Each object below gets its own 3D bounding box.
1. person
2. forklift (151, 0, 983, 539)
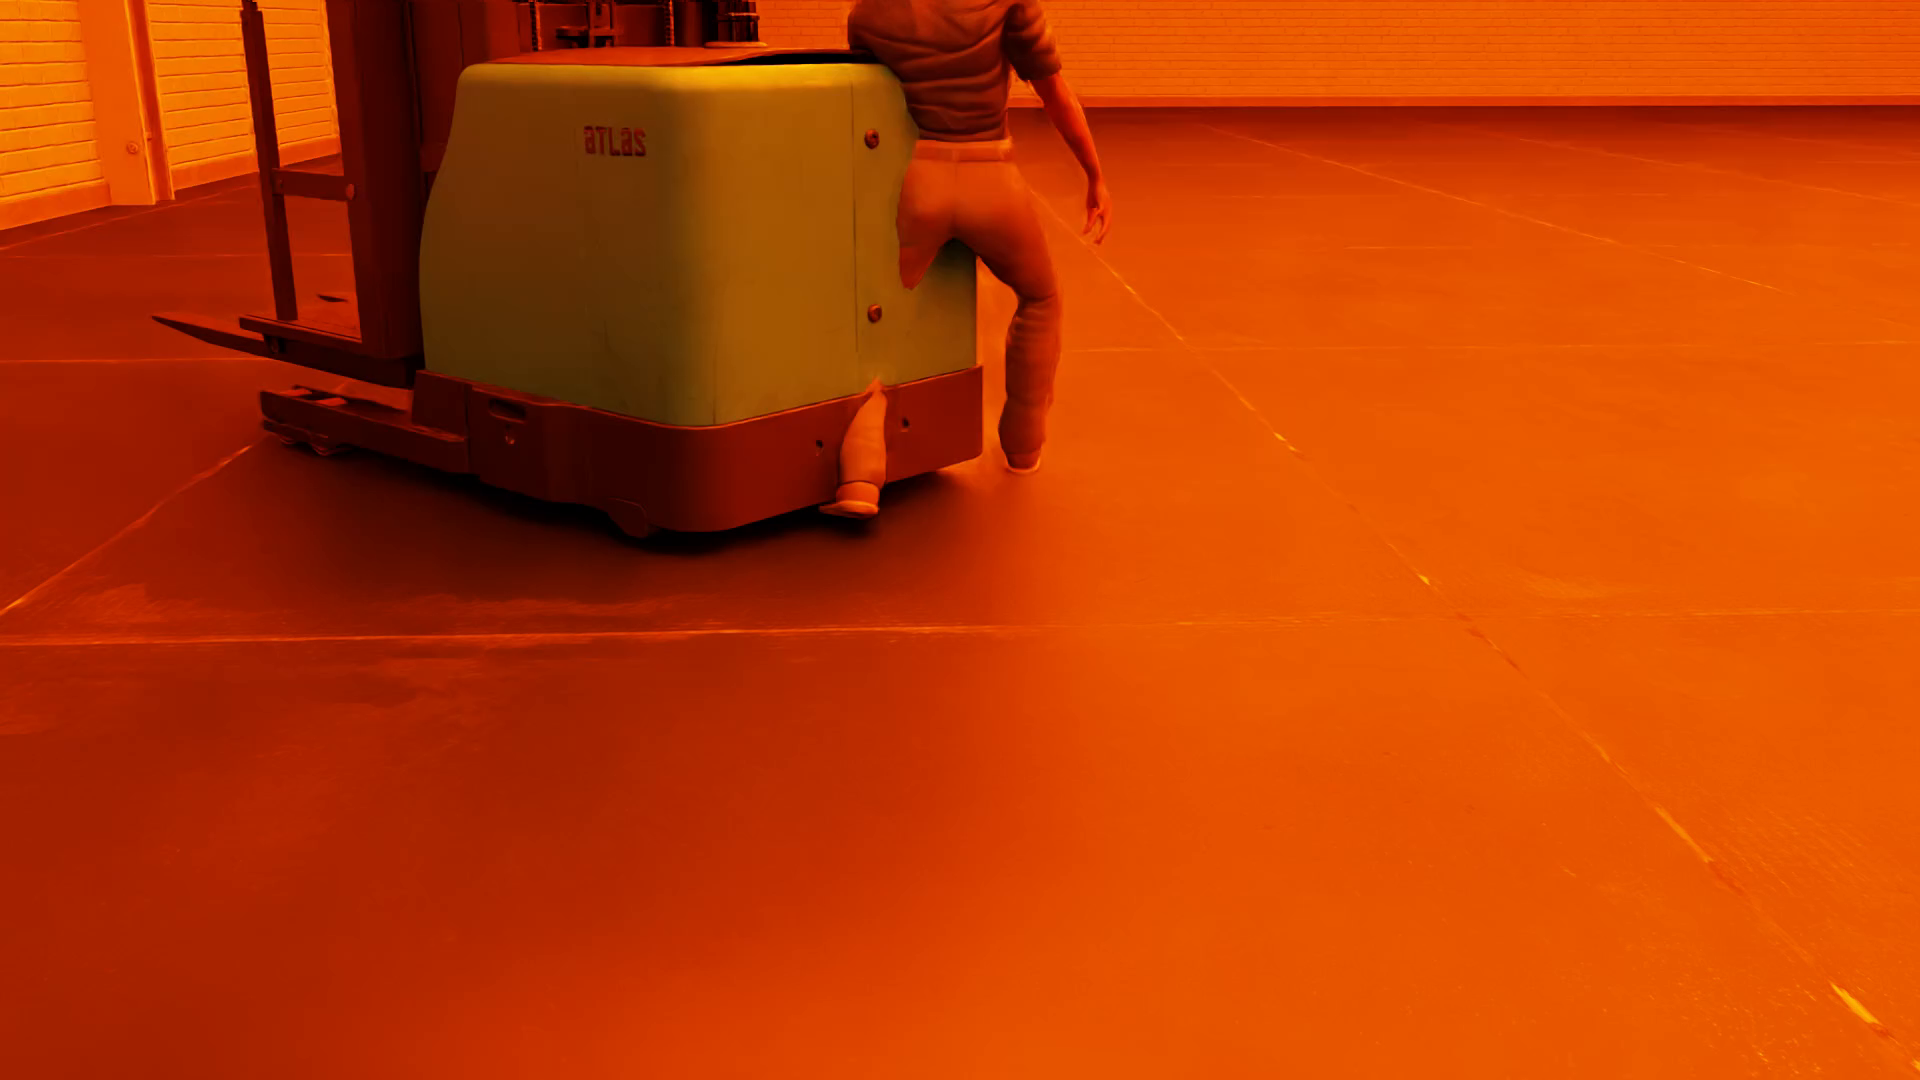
[{"bbox_3d":[0.006,-0.859,4.149,0.743,1.540,0.879,-1,17,-3],"label":"person"},{"bbox_3d":[-1.387,-1.741,4.597,3.031,2.935,1.130,14,22,38],"label":"forklift"}]
